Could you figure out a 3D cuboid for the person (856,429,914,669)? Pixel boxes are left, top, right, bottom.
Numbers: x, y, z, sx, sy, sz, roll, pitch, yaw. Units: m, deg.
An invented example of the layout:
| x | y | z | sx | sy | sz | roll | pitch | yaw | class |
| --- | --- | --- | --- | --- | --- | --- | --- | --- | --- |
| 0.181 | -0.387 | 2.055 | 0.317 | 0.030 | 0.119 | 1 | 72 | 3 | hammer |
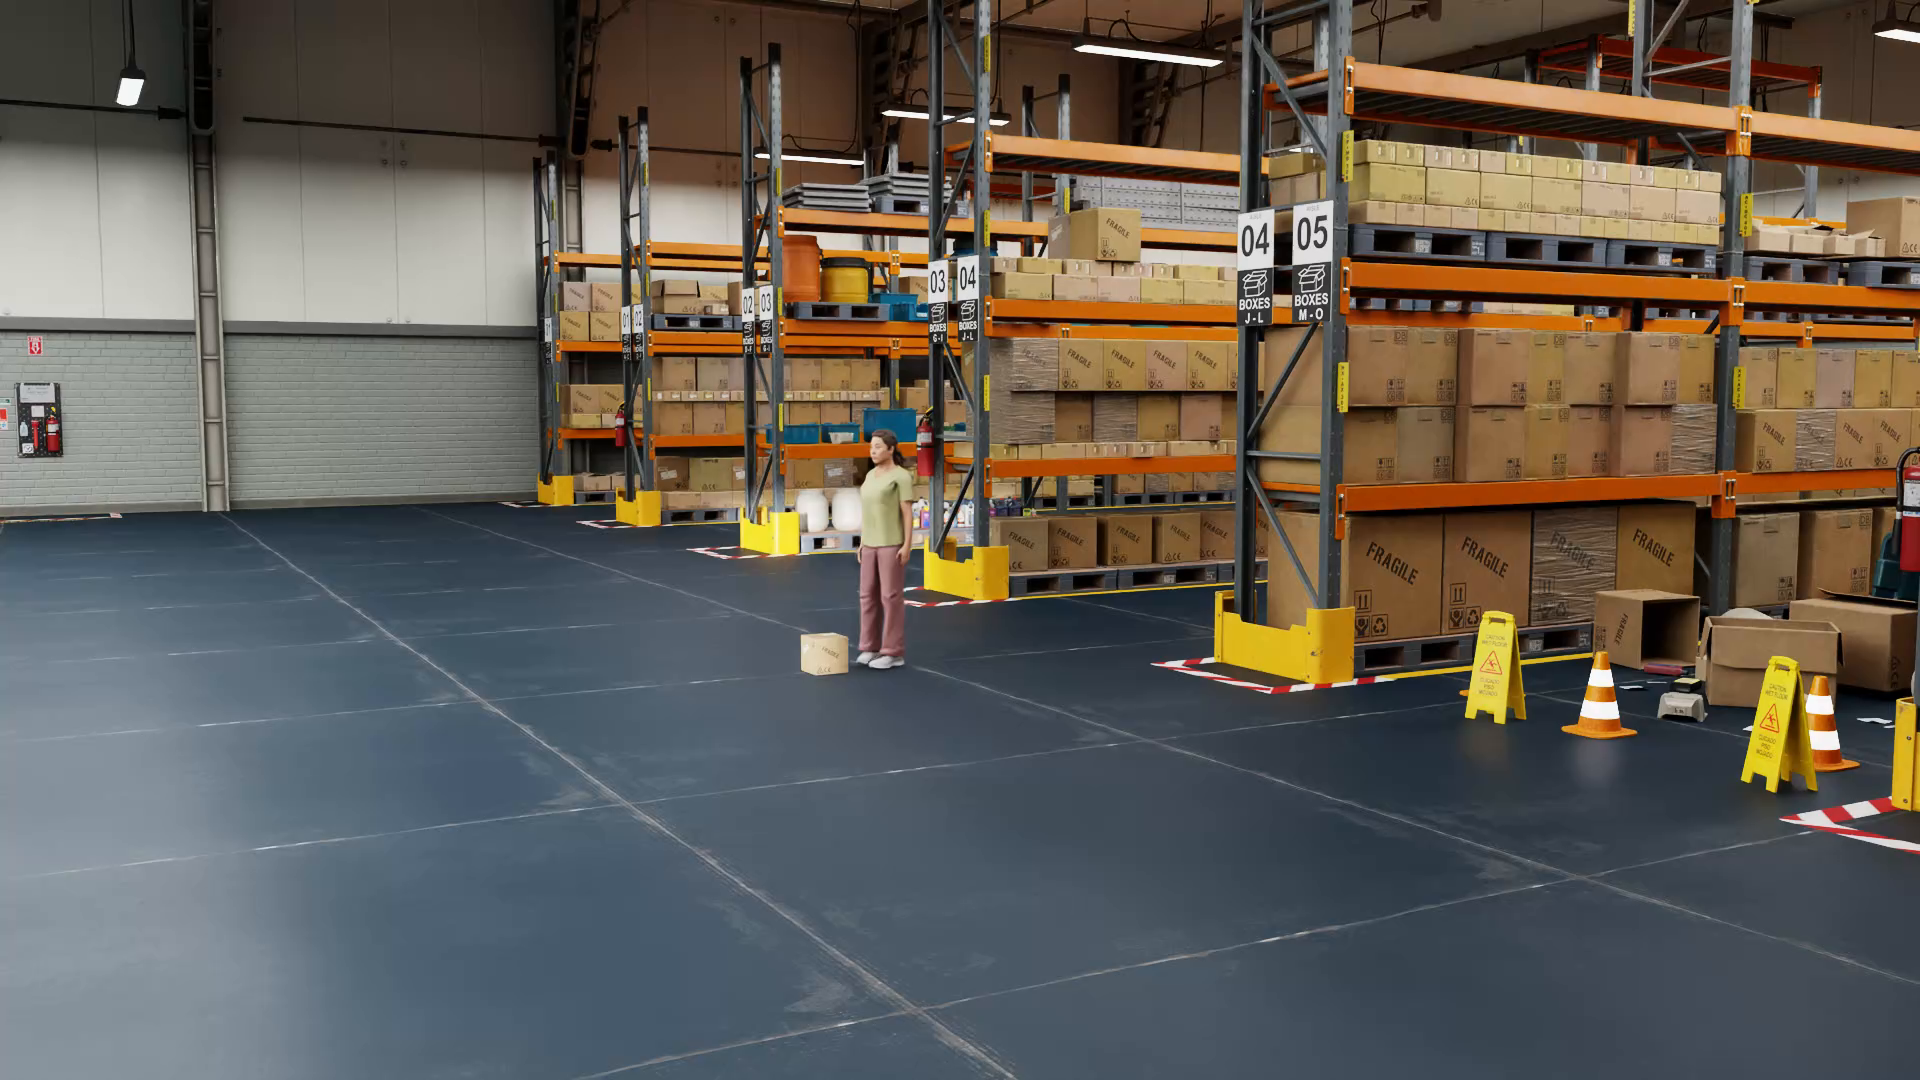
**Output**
| x | y | z | sx | sy | sz | roll | pitch | yaw | class |
| --- | --- | --- | --- | --- | --- | --- | --- | --- | --- |
| -0.549 | 0.055 | 11.749 | 0.462 | 1.680 | 0.401 | 5 | 7 | 43 | person |
